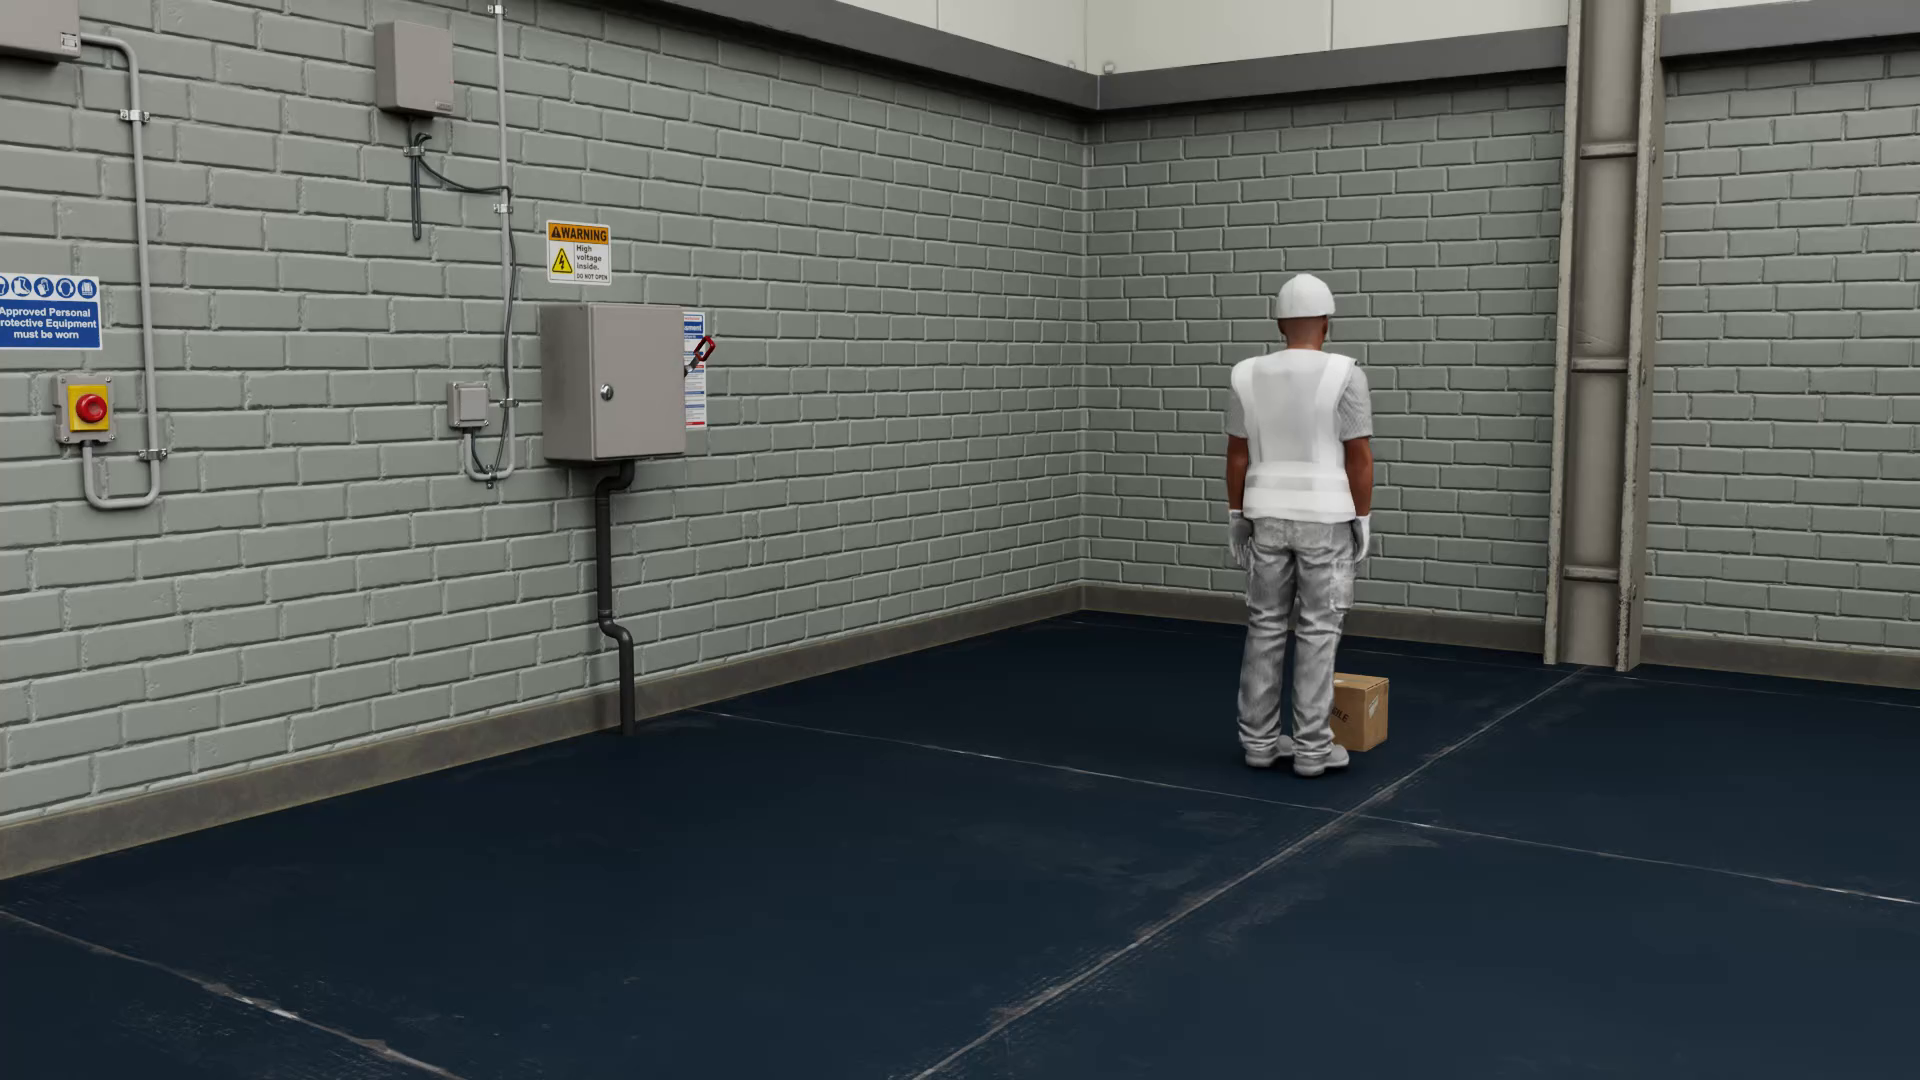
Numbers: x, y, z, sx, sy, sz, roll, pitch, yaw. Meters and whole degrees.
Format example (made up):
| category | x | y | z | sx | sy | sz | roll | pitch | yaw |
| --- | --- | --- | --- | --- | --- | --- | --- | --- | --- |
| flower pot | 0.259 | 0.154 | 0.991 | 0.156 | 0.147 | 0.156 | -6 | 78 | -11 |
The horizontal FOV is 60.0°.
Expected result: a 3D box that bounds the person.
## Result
| category | x | y | z | sx | sy | sz | roll | pitch | yaw |
| --- | --- | --- | --- | --- | --- | --- | --- | --- | --- |
| person | 1.230 | -0.050 | 6.039 | 0.547 | 1.786 | 0.344 | 4 | 8 | 34 |
